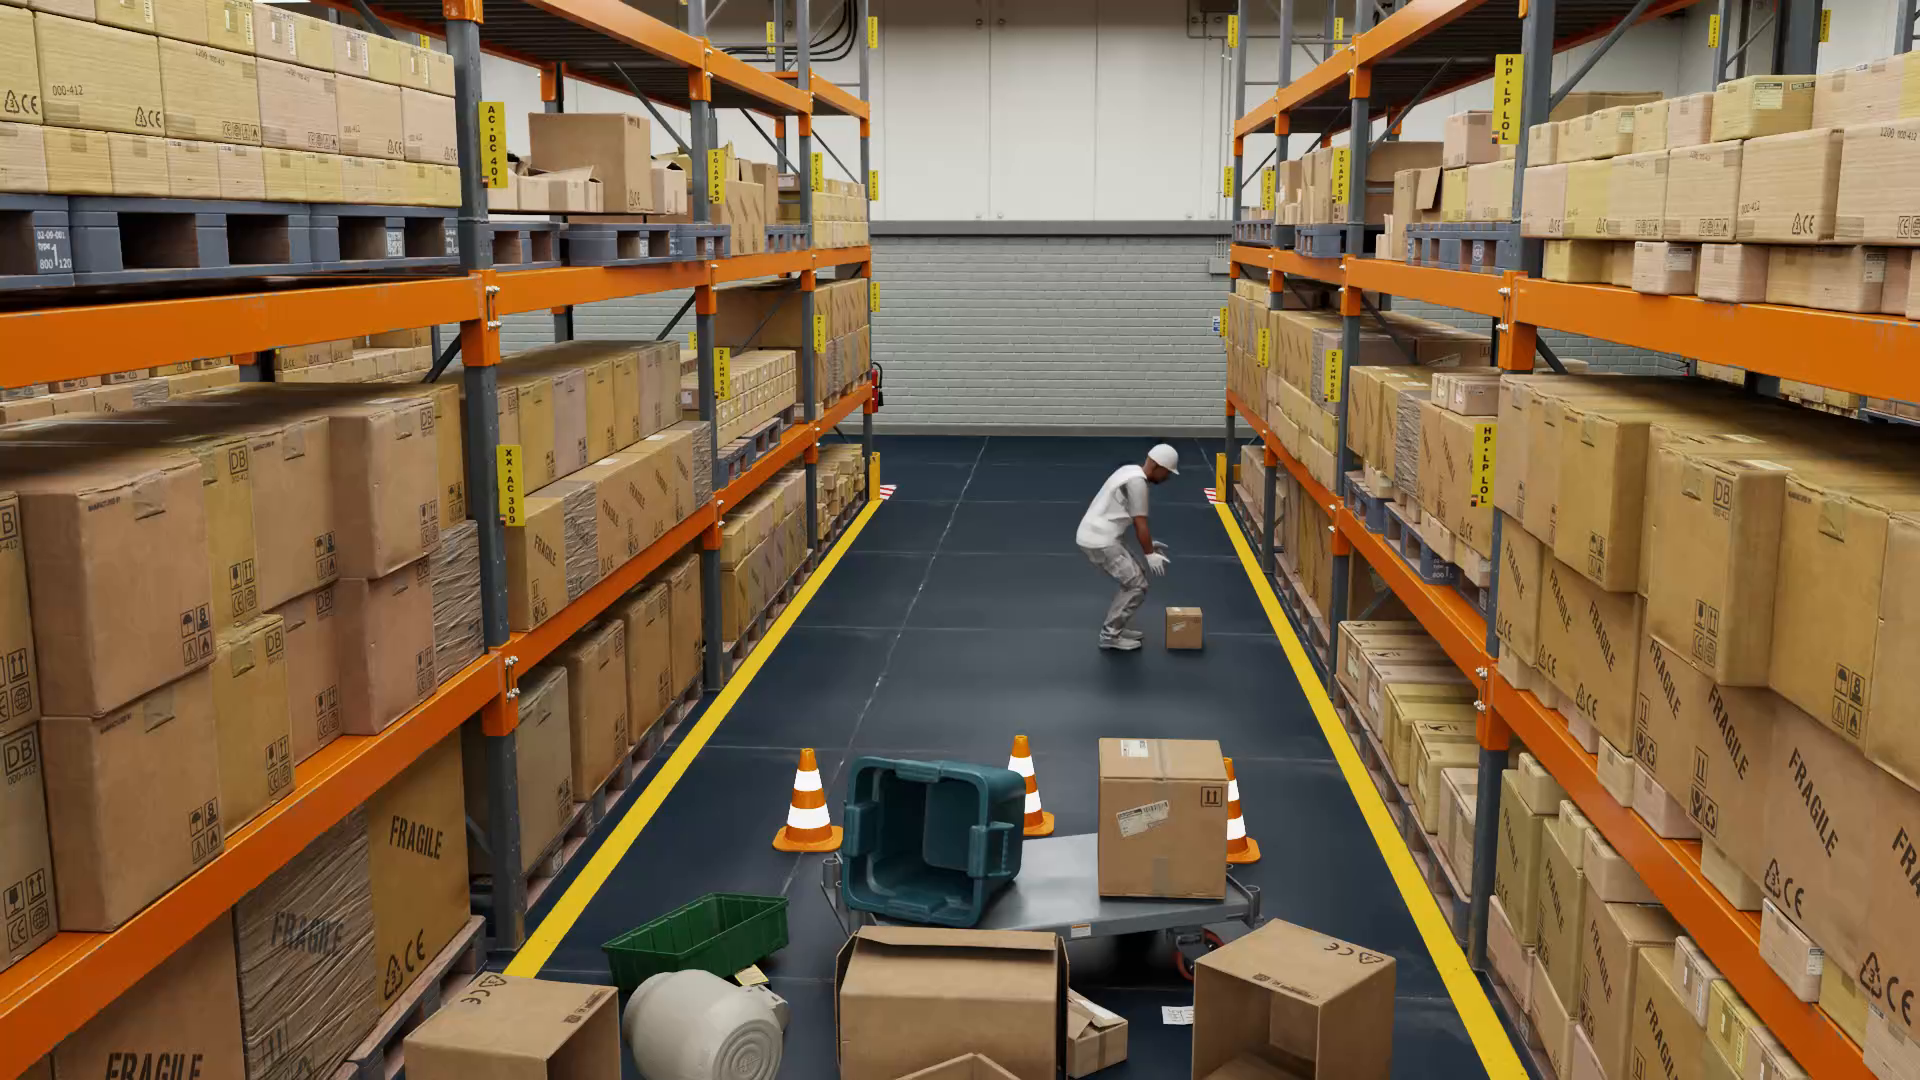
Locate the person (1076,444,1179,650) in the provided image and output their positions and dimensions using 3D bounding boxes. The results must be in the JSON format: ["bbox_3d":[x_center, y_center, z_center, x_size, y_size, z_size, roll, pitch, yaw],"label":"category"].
[{"bbox_3d":[1.208,0.031,12.058,0.737,1.469,0.611,1,11,4],"label":"person"}]
